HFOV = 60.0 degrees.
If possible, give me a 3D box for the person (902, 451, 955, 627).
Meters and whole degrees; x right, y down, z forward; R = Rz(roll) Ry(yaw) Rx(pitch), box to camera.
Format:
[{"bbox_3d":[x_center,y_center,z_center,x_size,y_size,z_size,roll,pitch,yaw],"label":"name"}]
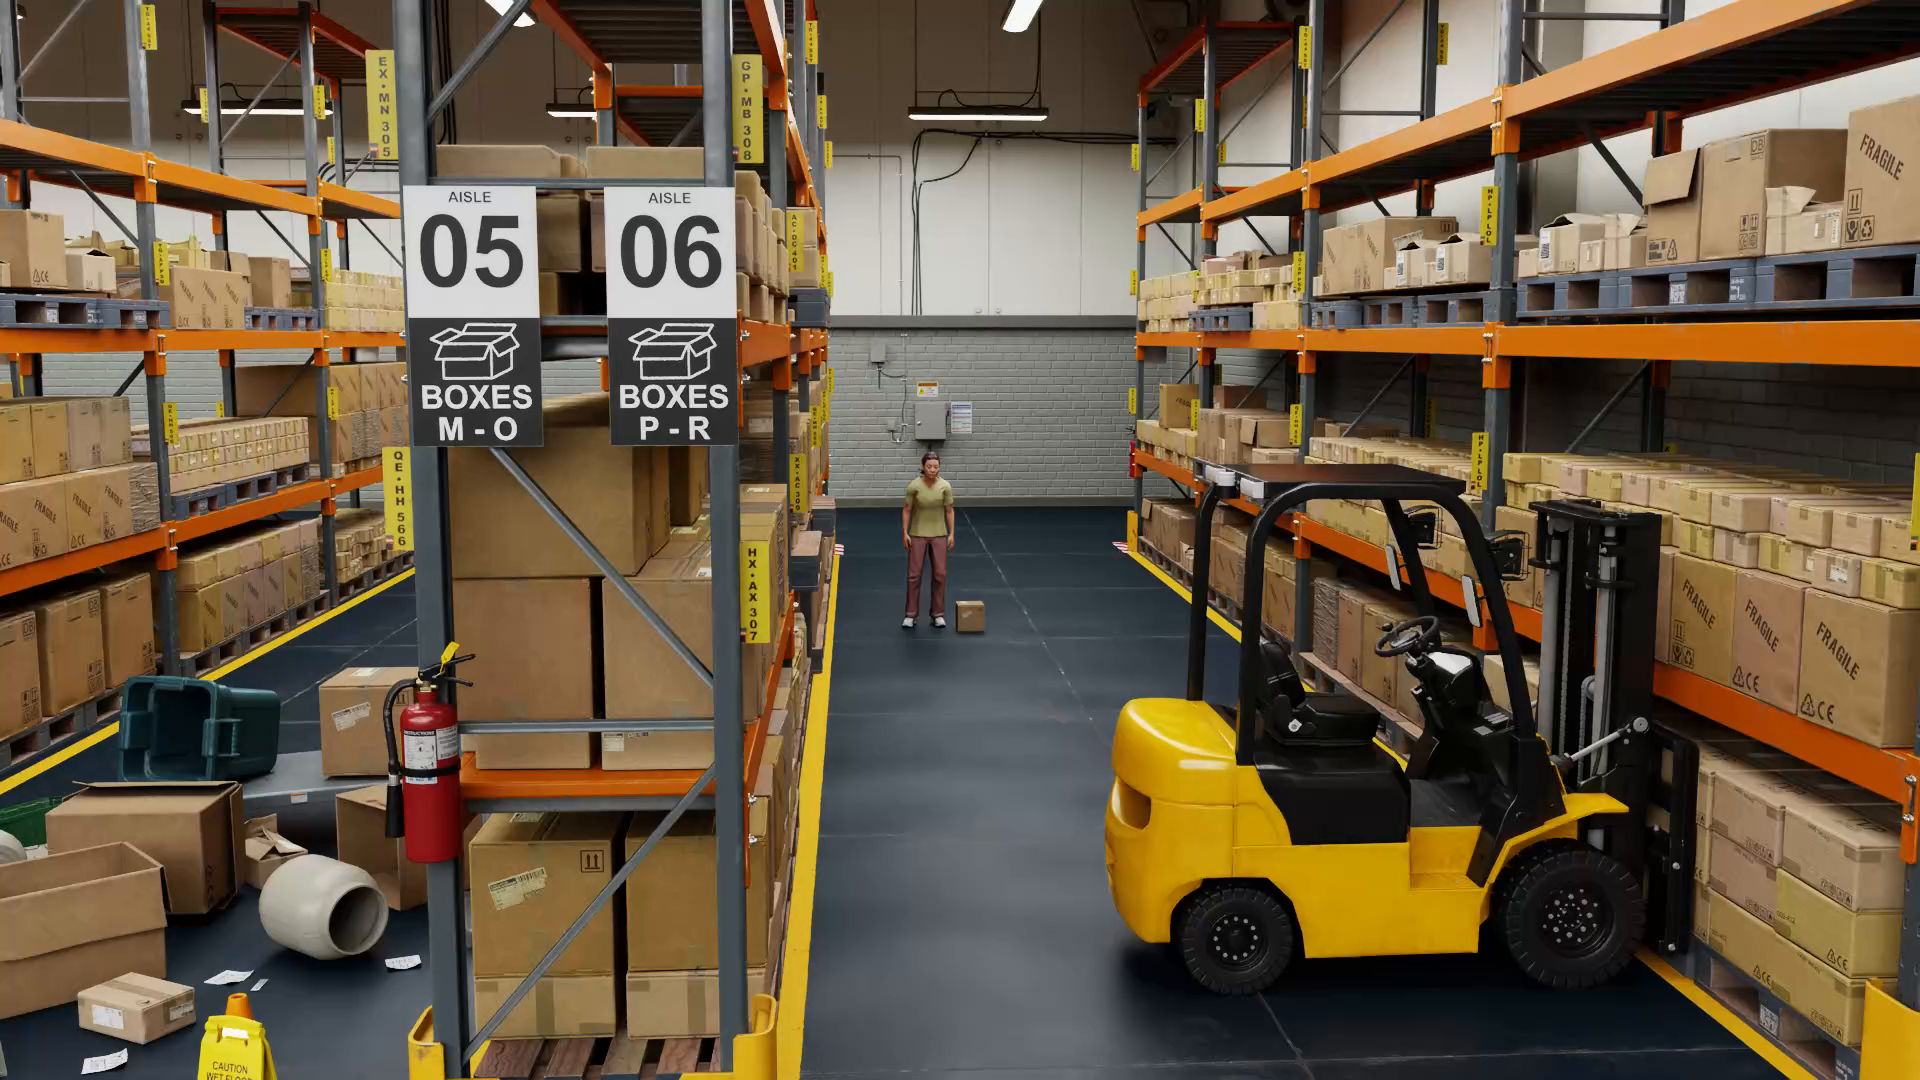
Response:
[{"bbox_3d":[-0.303,-0.014,15.872,0.521,1.672,0.355,-1,7,-7],"label":"person"}]
